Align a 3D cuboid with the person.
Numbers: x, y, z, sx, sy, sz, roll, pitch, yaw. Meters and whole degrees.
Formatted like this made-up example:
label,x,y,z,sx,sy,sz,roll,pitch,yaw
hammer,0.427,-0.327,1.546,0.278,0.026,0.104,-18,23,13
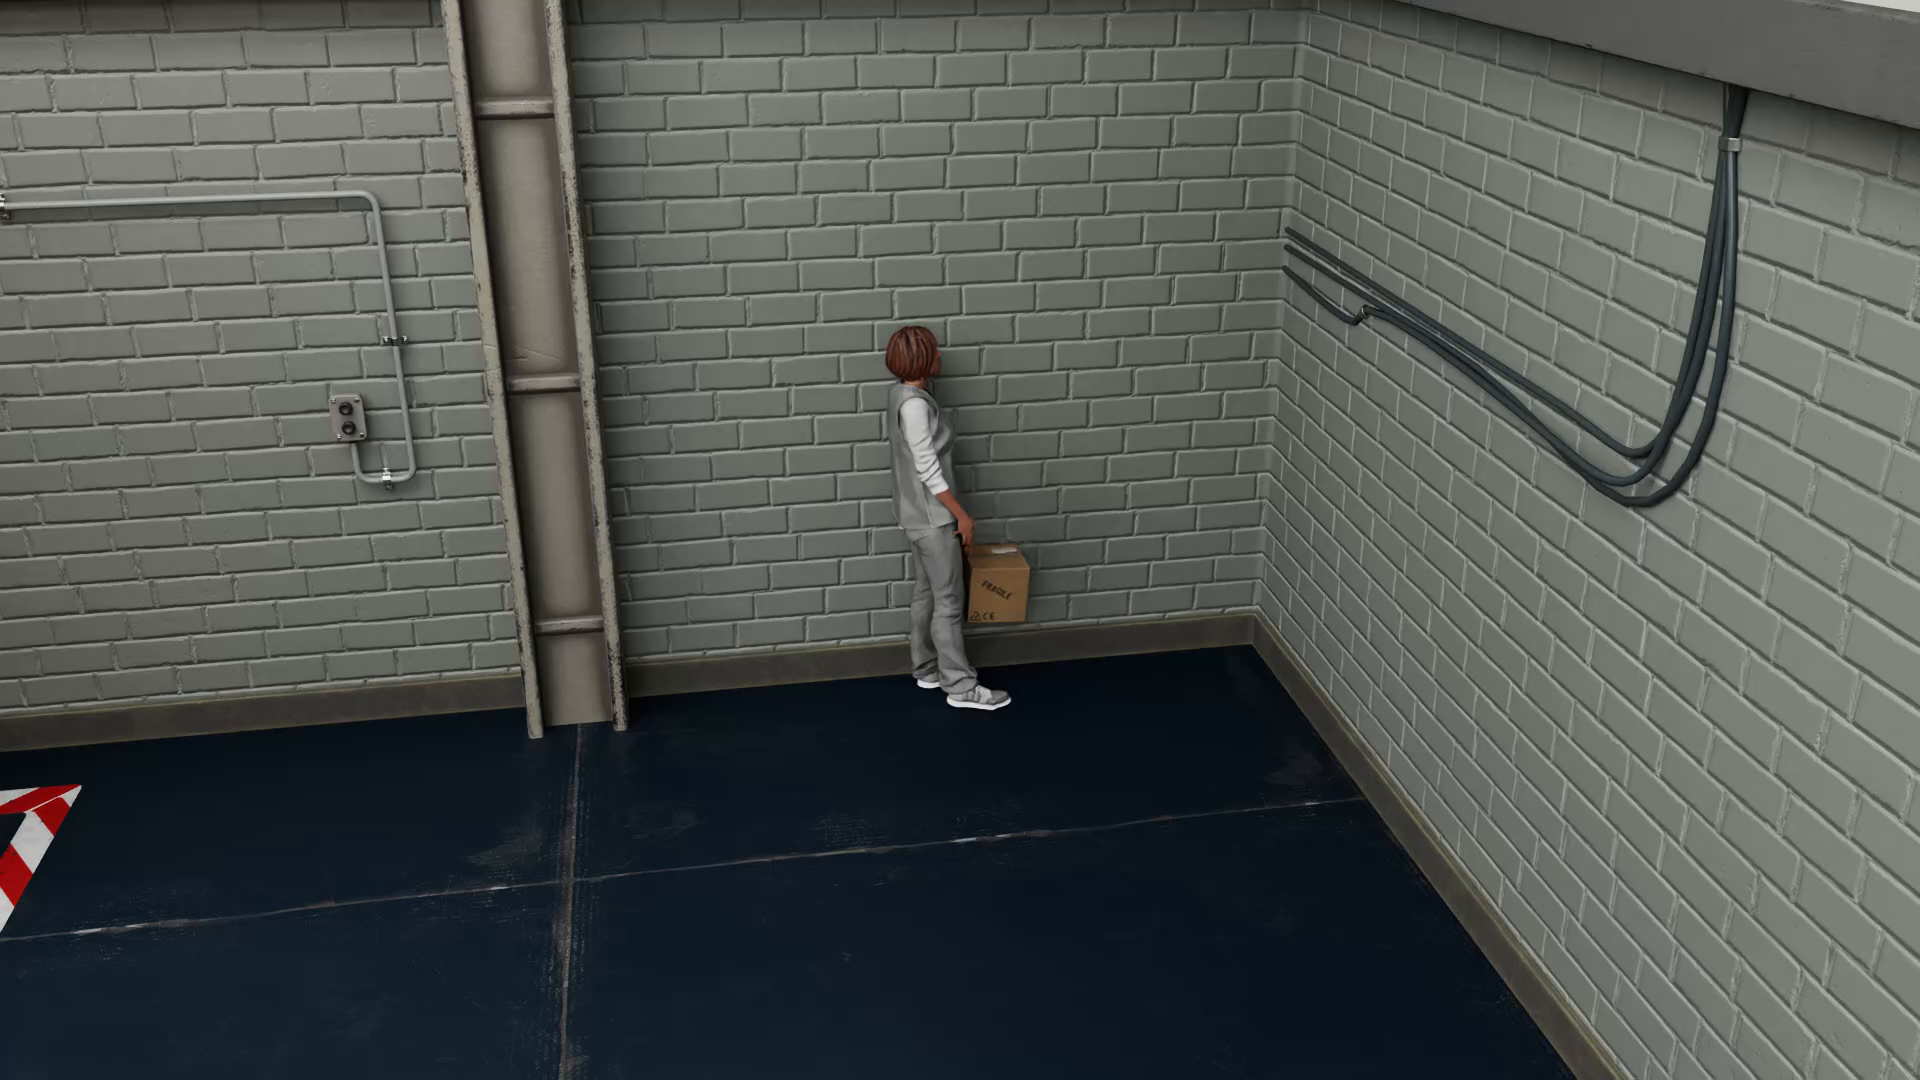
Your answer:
label,x,y,z,sx,sy,sz,roll,pitch,yaw
person,-0.054,-0.100,6.821,0.473,1.597,0.501,-4,24,-10
